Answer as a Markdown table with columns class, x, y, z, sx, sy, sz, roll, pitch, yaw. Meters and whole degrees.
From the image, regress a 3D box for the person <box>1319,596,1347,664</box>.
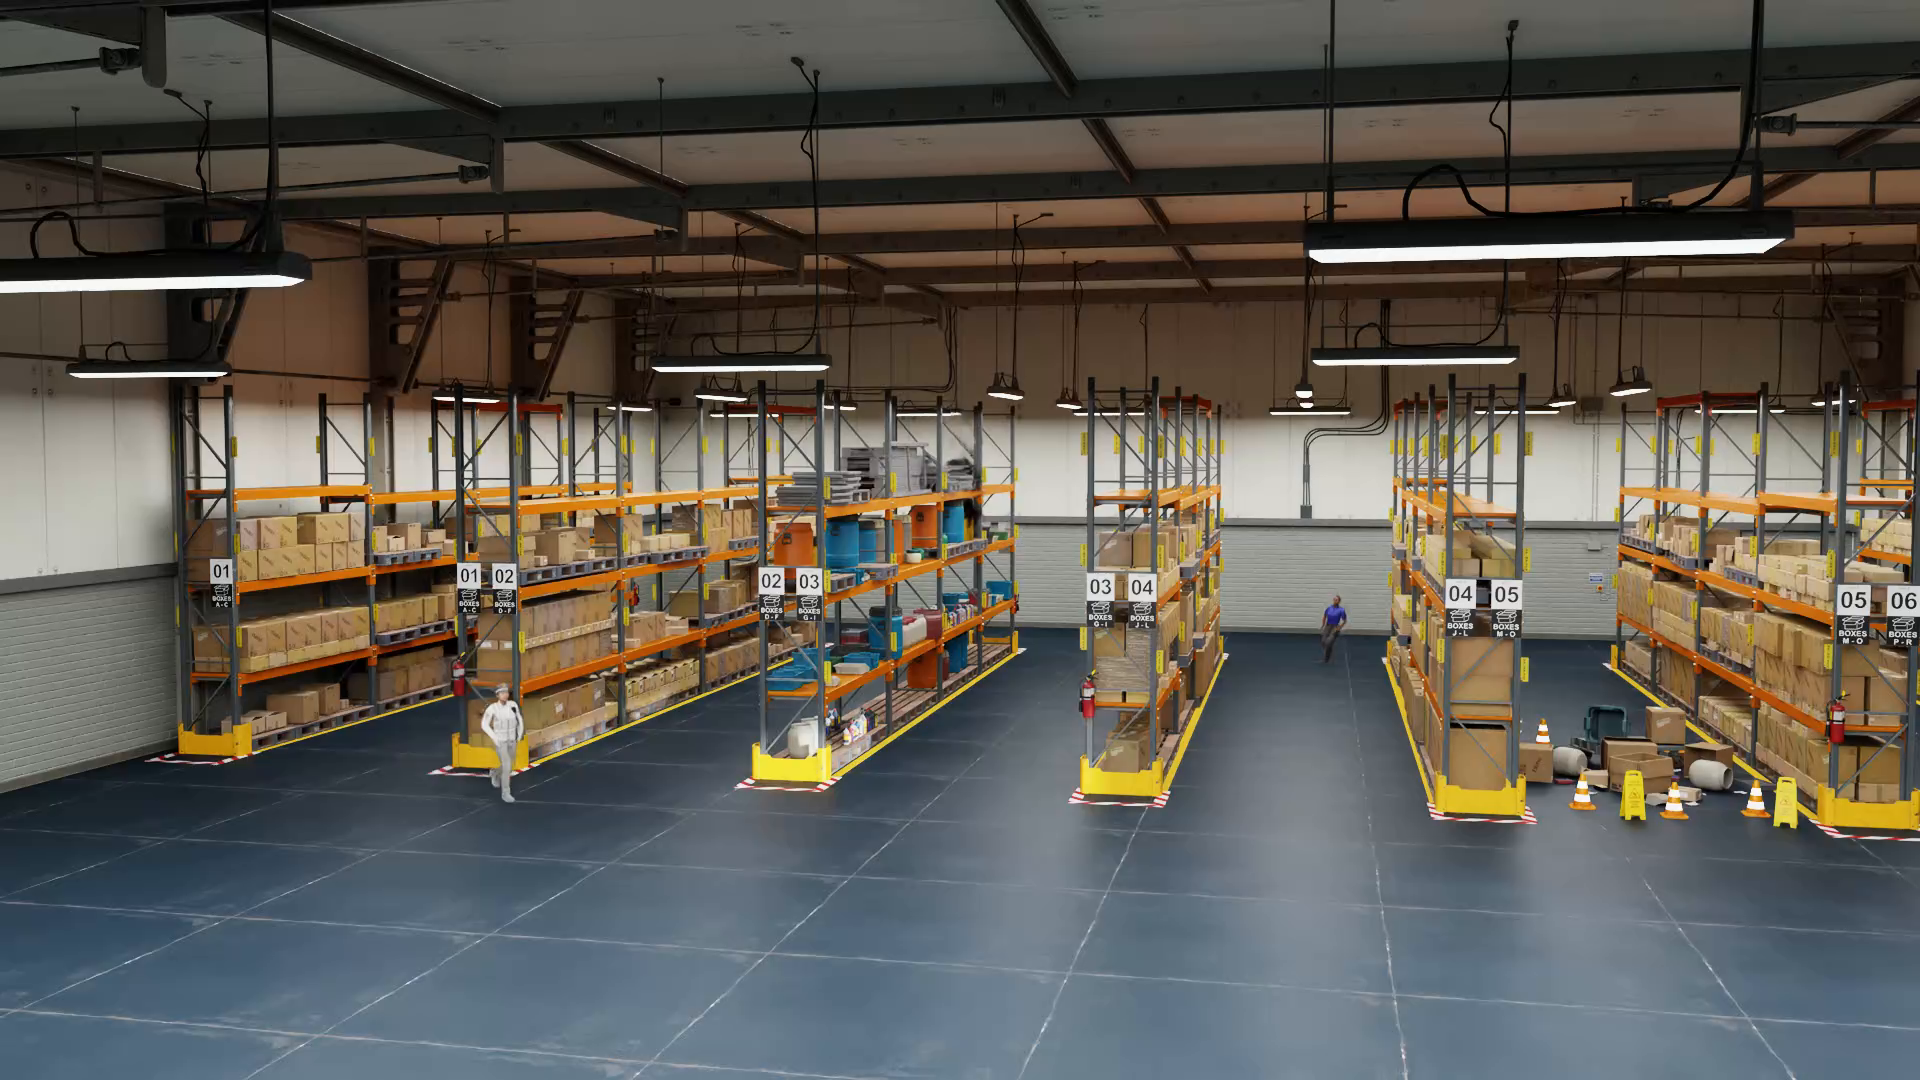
| class | x | y | z | sx | sy | sz | roll | pitch | yaw |
| --- | --- | --- | --- | --- | --- | --- | --- | --- | --- |
| person | 8.595 | 2.069 | 38.320 | 0.612 | 1.579 | 0.515 | 2 | 4 | 34 |

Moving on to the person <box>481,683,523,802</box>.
| class | x | y | z | sx | sy | sz | roll | pitch | yaw |
| --- | --- | --- | --- | --- | --- | --- | --- | --- | --- |
| person | -6.518 | 2.852 | 23.646 | 0.621 | 1.691 | 0.660 | -3 | 4 | -42 |
